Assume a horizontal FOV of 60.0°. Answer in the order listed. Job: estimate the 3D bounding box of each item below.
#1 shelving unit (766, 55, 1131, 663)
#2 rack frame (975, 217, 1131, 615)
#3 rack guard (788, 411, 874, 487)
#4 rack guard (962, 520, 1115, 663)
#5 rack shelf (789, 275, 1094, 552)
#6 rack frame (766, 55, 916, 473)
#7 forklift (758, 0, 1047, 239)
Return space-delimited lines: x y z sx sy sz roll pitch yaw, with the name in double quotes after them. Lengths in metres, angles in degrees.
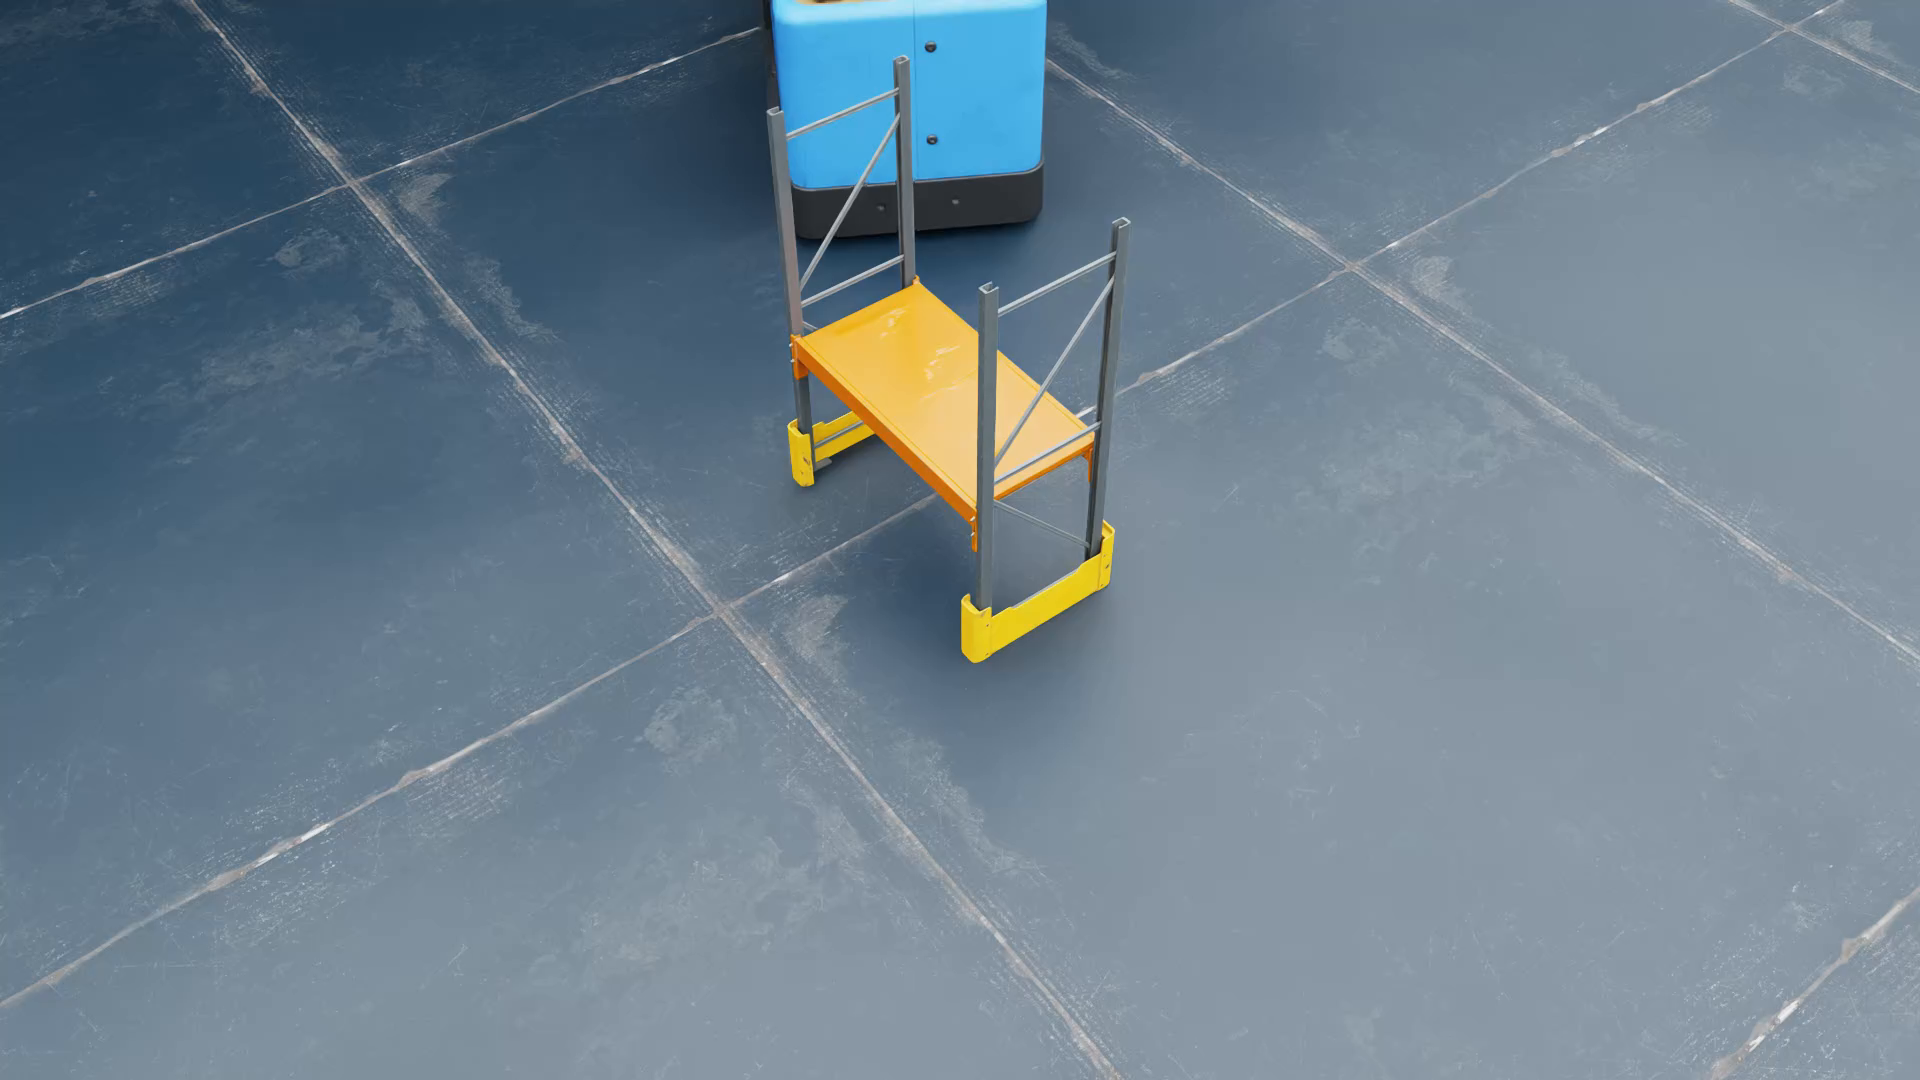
-0.046 -0.549 5.235 0.587 1.500 1.083 -29 54 -24 "shelving unit"
0.256 -0.254 4.968 0.500 1.500 0.032 -29 54 -24 "rack frame"
-0.348 -0.423 5.964 0.587 0.250 0.087 -29 54 -24 "rack guard"
0.255 0.165 5.432 0.587 0.250 0.087 -29 54 -24 "rack guard"
-0.052 -0.433 5.373 0.538 0.185 1.000 -29 54 -24 "rack shelf"
-0.359 -0.854 5.512 0.500 1.500 0.032 -29 54 -24 "rack frame"
-0.367 -3.313 6.775 1.130 2.935 3.031 -6 48 -5 "forklift"
